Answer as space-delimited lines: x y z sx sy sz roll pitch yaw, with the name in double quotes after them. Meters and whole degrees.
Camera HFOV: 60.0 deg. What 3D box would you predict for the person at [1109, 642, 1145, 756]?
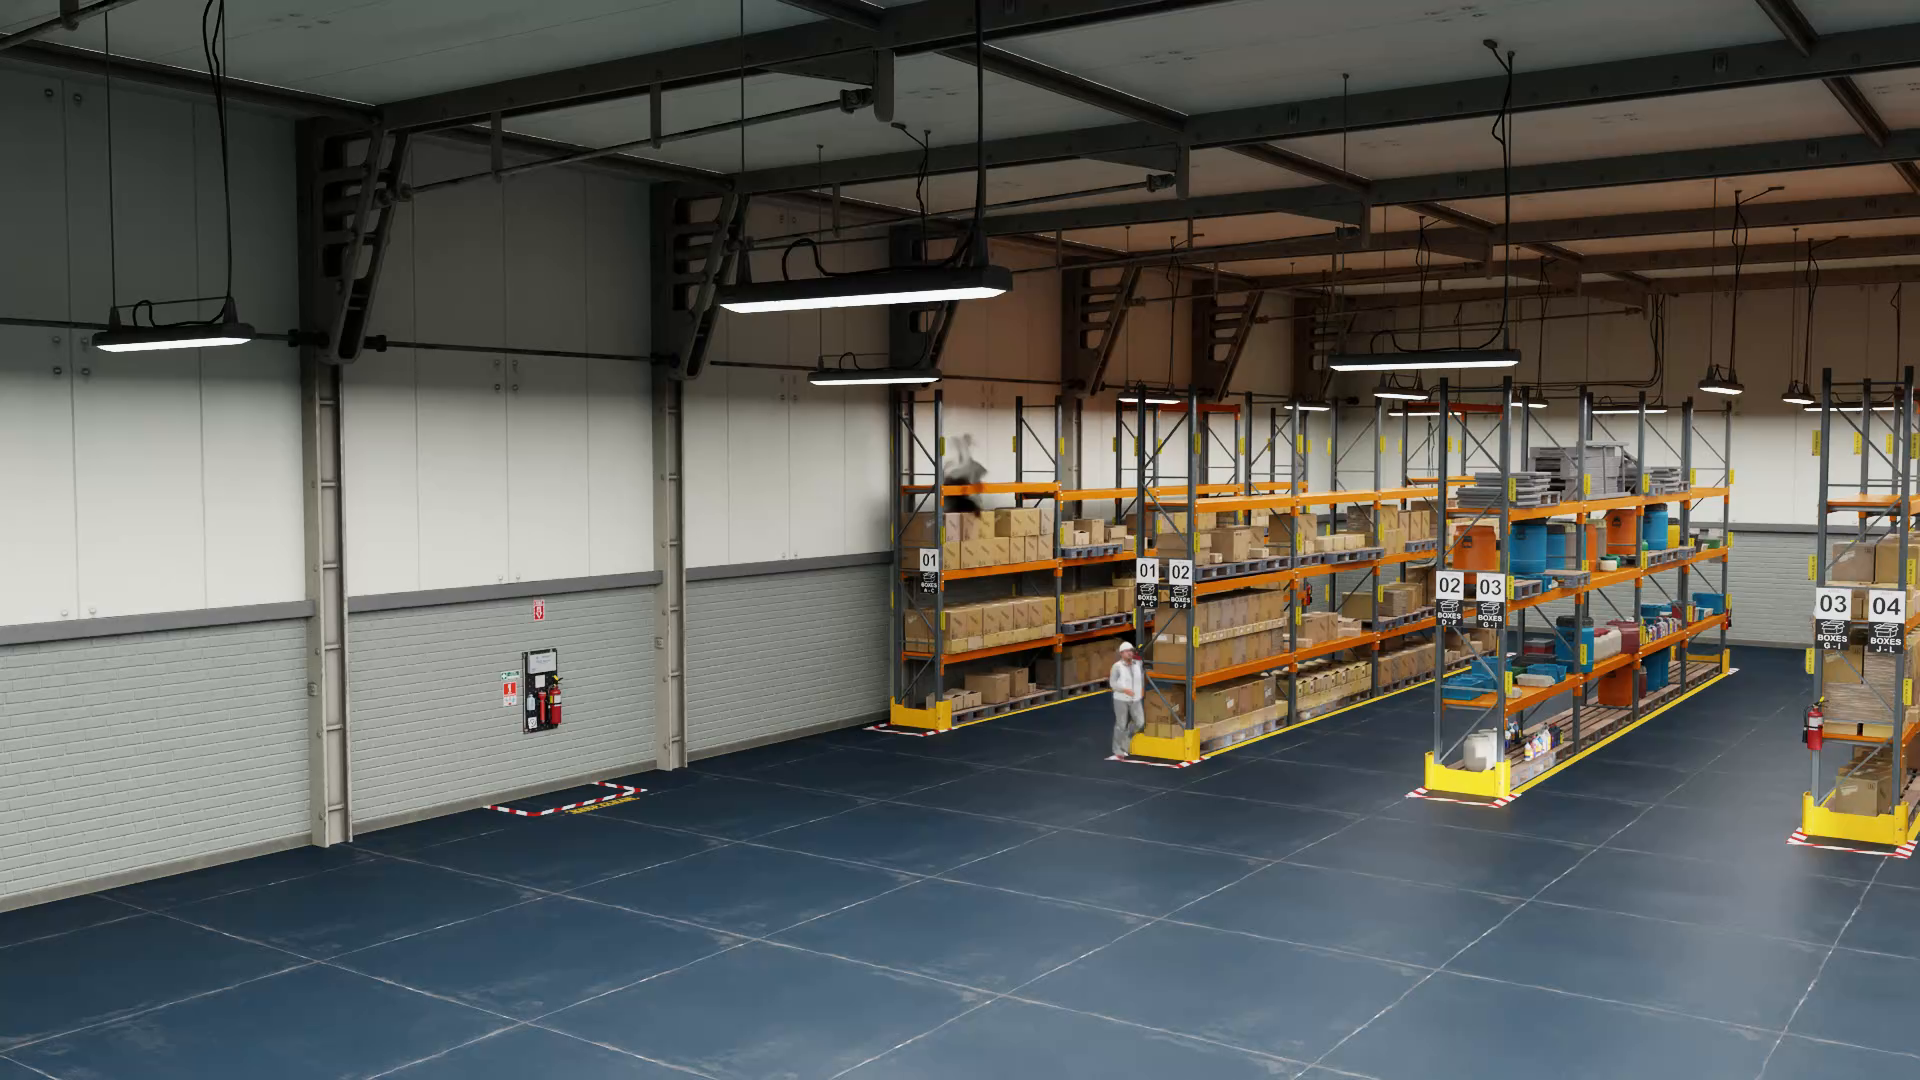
2.581 2.425 25.306 0.689 1.752 0.685 -1 3 -21 "person"
